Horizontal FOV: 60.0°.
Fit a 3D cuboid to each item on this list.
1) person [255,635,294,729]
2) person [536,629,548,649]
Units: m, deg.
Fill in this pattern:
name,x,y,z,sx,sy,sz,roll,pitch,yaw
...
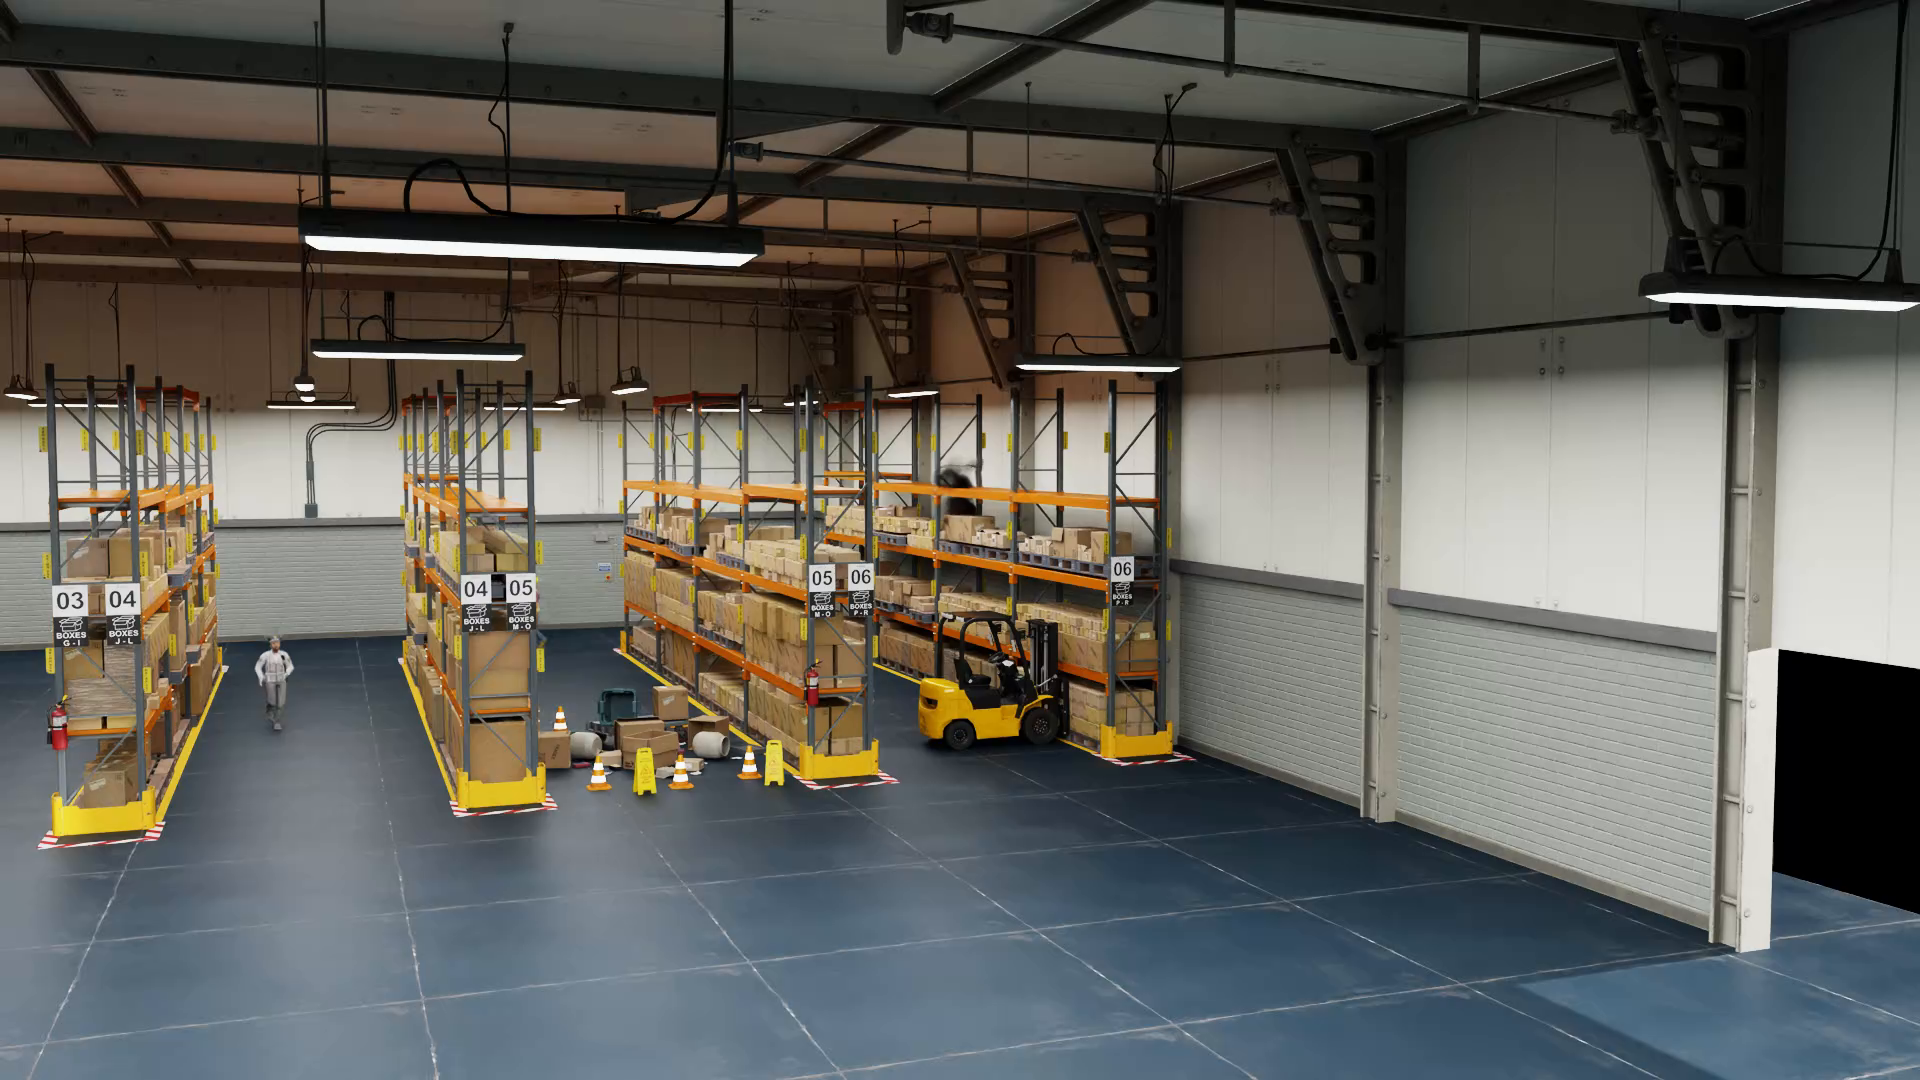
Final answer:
name,x,y,z,sx,sy,sz,roll,pitch,yaw
person,-11.965,2.483,29.071,0.618,1.656,0.547,-2,4,-30
person,-10.396,1.764,39.814,0.987,1.755,0.699,-2,4,-27
